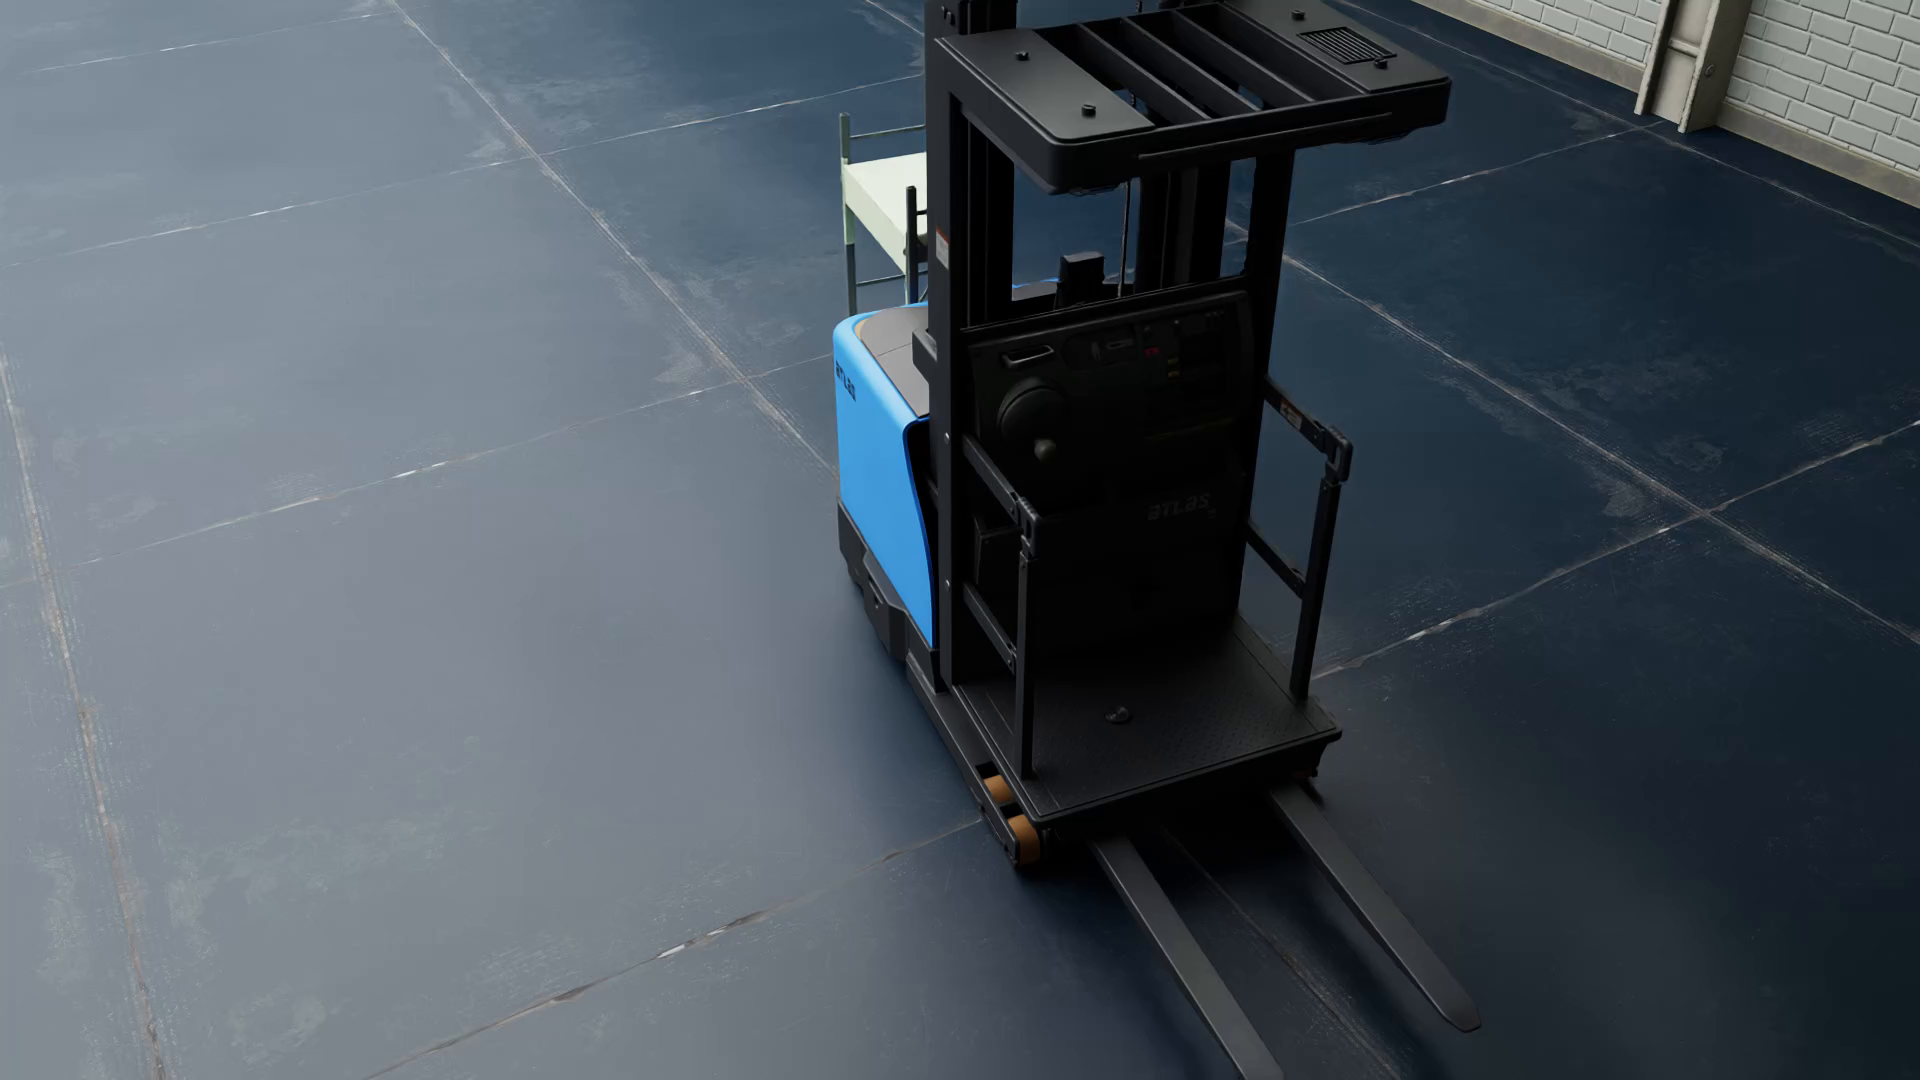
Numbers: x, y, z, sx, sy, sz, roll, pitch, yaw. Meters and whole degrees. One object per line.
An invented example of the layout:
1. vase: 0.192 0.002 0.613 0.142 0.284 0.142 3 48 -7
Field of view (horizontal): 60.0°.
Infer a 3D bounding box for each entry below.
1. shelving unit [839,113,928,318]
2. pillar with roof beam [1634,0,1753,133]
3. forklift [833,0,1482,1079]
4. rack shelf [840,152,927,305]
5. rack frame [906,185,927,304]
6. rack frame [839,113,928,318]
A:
1. shelving unit: -0.143 -0.893 6.702 0.431 1.500 0.755 -14 38 -18
2. pillar with roof beam: 0.731 -4.985 5.946 9.100 9.000 0.400 -19 40 -24
3. forklift: 0.549 -0.426 4.848 1.130 2.935 3.031 -14 38 -18
4. rack shelf: -0.143 -1.209 6.471 0.431 0.370 0.720 -14 38 -18
5. rack frame: -0.005 -0.694 6.428 0.400 1.500 0.023 -14 38 -18
6. rack frame: -0.282 -1.093 6.975 0.400 1.500 0.023 -14 38 -18
